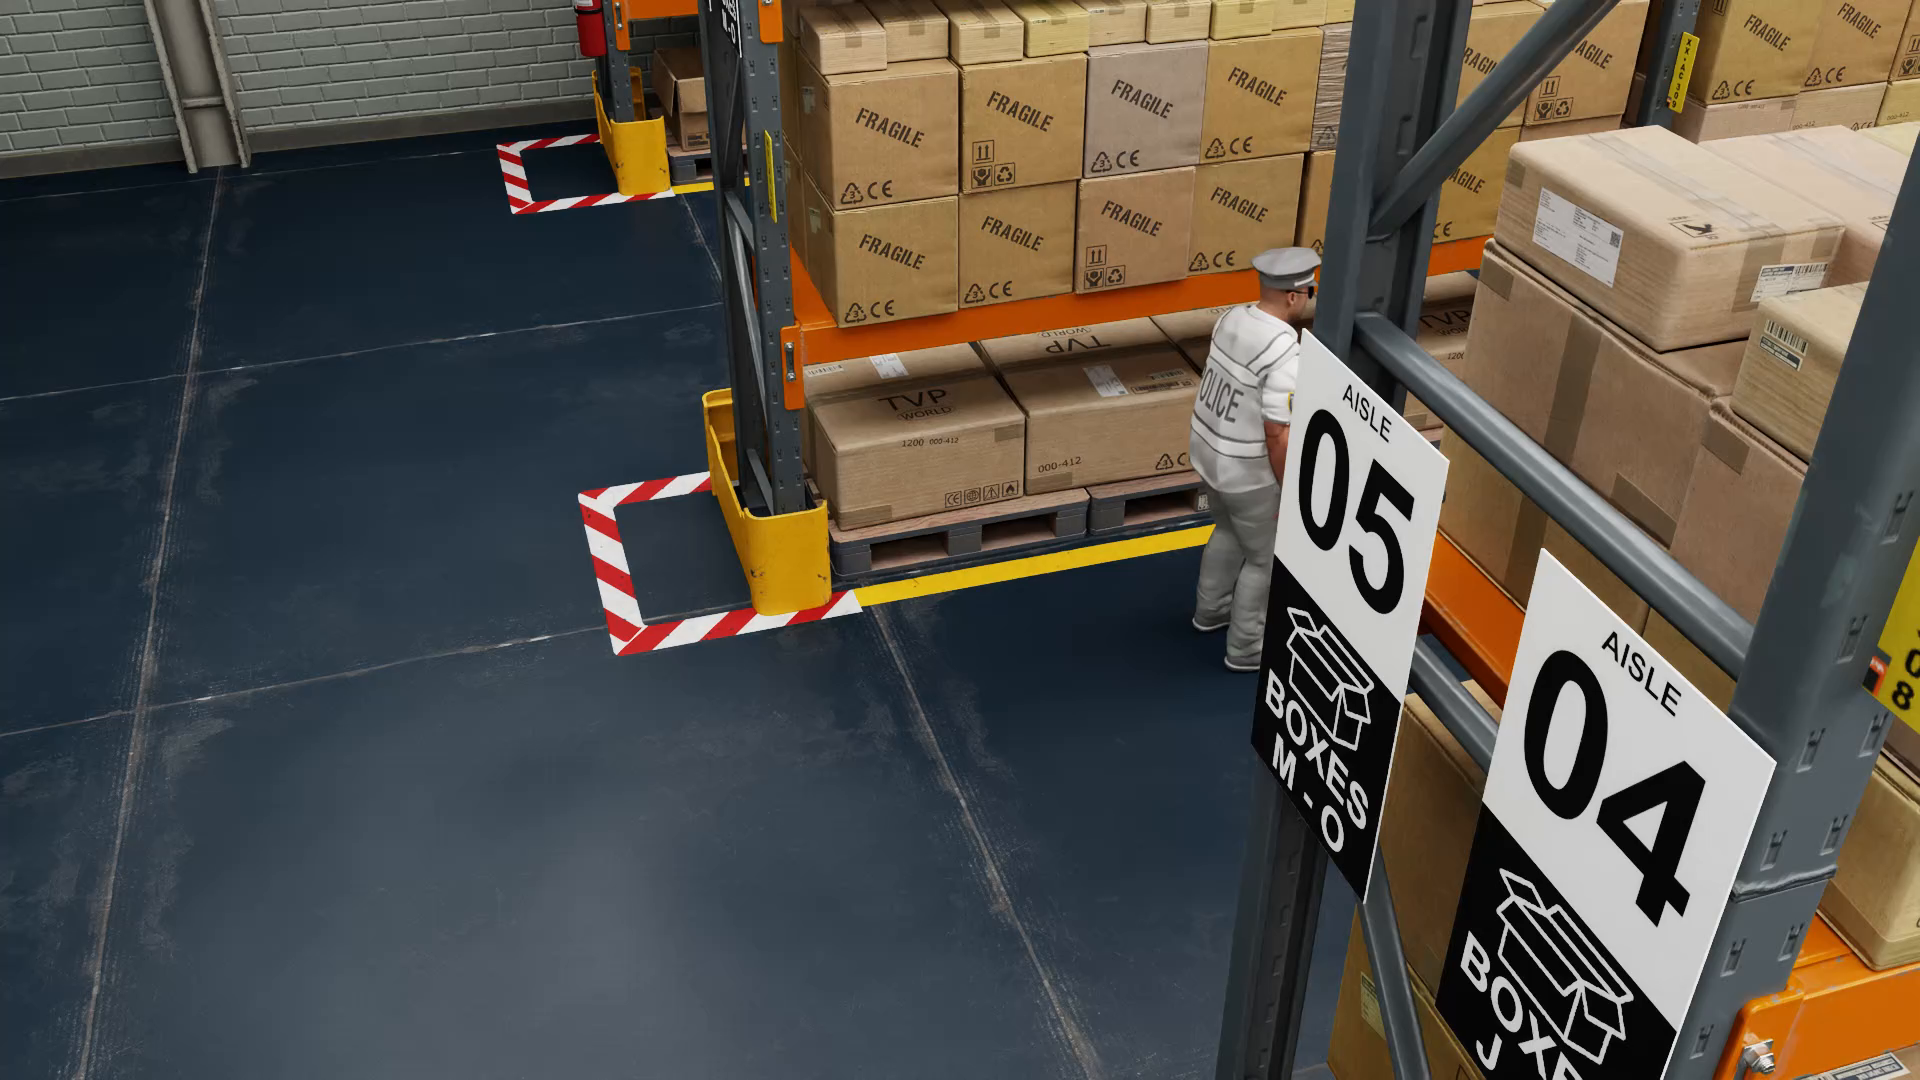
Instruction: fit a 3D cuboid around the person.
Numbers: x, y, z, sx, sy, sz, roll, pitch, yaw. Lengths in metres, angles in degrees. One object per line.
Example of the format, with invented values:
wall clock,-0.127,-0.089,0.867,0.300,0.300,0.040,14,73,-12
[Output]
person,1.144,-0.303,6.591,0.436,1.746,0.590,-12,35,-17
